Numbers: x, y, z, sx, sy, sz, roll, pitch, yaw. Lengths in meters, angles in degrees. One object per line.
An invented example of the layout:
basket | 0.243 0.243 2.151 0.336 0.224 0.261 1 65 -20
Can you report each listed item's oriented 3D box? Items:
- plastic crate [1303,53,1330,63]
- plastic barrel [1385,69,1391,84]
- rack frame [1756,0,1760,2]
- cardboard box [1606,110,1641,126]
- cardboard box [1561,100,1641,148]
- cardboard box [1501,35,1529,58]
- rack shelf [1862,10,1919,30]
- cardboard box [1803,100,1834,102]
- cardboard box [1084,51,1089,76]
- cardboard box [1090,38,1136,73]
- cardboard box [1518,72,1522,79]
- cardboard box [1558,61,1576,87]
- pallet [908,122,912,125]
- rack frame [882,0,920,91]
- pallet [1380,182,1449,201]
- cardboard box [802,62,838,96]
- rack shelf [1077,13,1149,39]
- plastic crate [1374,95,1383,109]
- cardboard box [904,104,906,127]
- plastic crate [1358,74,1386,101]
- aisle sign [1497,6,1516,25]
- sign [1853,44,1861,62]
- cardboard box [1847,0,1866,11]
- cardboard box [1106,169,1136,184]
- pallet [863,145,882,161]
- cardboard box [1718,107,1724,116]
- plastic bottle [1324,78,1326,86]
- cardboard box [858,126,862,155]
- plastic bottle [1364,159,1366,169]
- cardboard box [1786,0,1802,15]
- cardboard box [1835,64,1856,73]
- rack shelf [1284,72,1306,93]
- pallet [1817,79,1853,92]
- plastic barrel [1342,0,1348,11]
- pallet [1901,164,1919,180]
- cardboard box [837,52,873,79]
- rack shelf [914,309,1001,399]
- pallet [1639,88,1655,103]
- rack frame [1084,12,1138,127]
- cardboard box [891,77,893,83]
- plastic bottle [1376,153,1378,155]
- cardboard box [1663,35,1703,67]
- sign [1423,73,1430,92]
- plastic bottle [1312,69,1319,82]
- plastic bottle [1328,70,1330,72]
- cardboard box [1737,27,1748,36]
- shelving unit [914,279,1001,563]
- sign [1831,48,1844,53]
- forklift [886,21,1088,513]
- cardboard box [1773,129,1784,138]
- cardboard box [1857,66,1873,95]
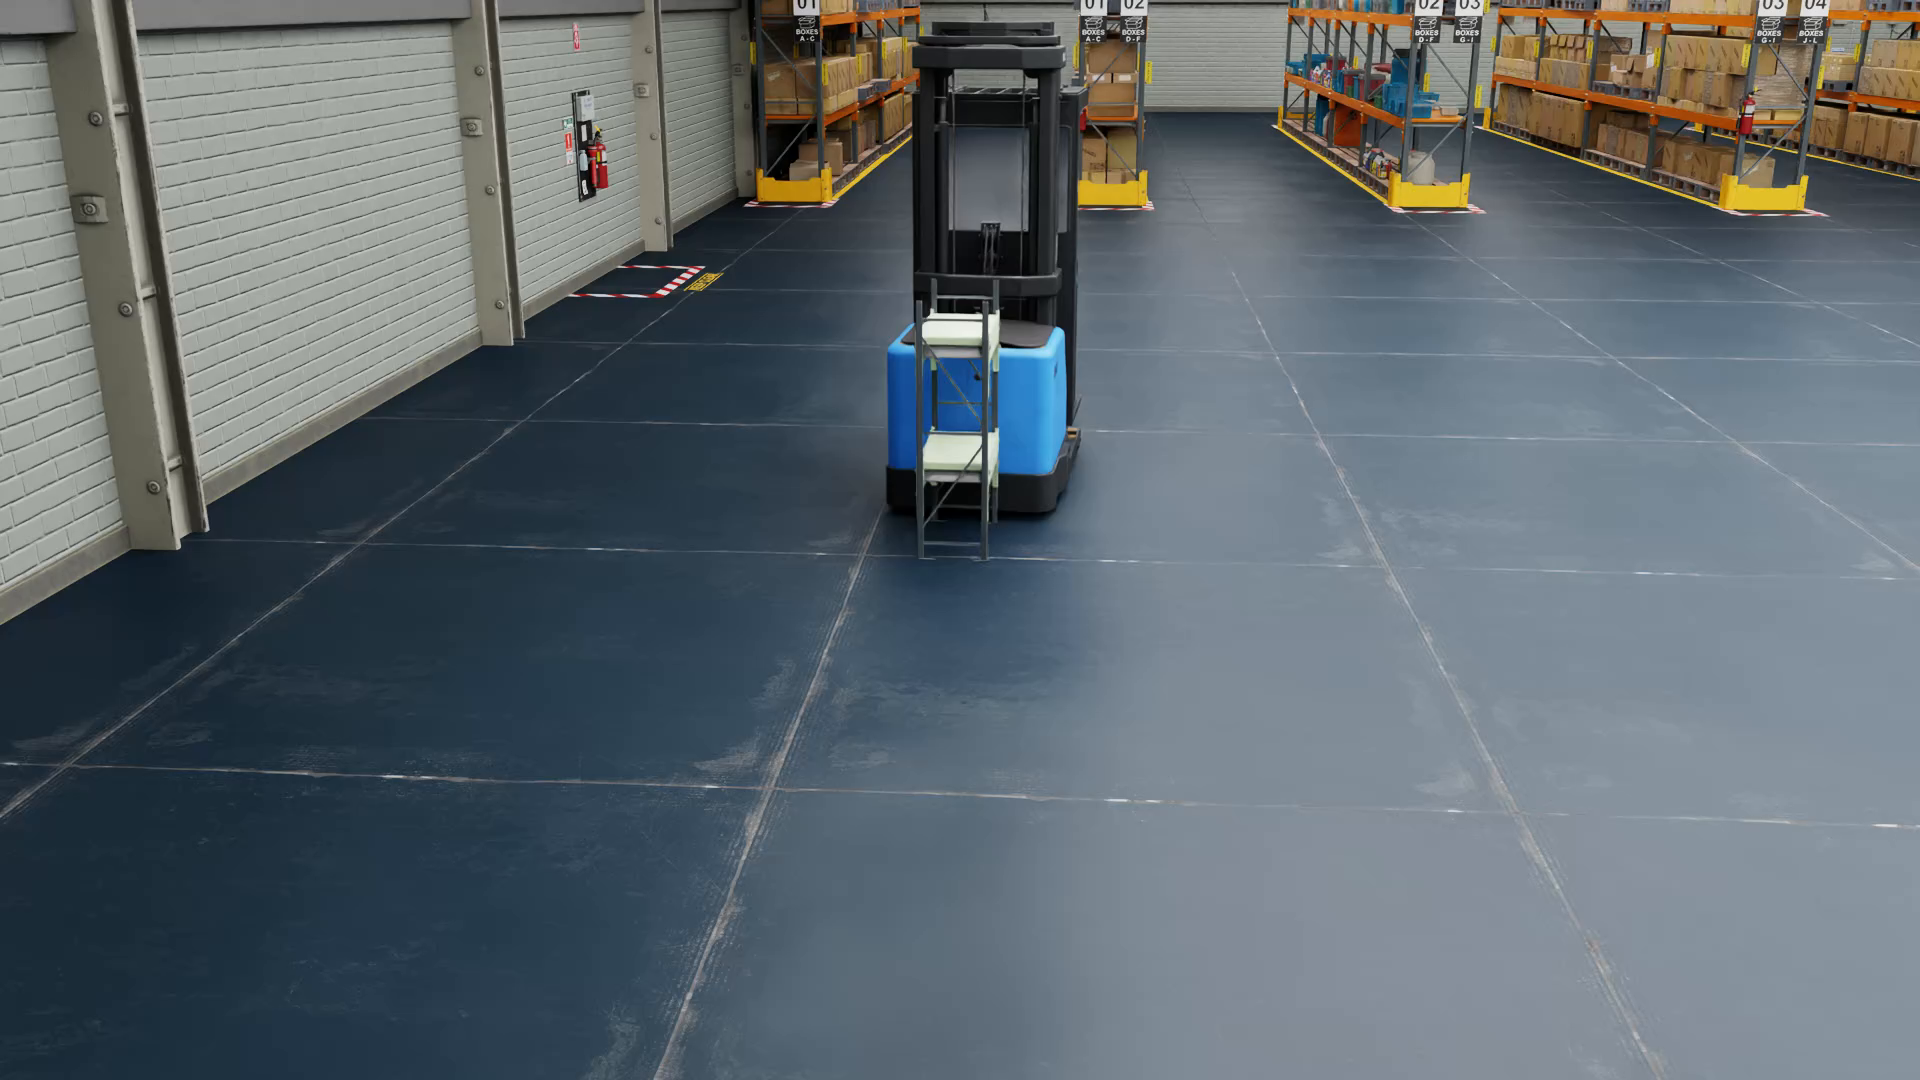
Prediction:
plastic crate | 8.563 -11.471 39.959 0.616 0.435 0.499 1 18 4
plastic barrel | 7.828 -8.163 29.801 0.433 0.535 0.433 0 18 0
rack frame | 12.194 -9.304 23.867 1.000 3.000 0.127 1 18 4
cardboard box | 12.749 -8.107 31.951 0.500 0.250 0.500 2 18 6
cardboard box | 12.838 -8.342 33.302 1.225 0.875 0.875 0 18 1
cardboard box | 13.001 -11.551 38.916 0.500 0.500 0.500 1 18 3
rack shelf | 17.564 -9.259 29.700 1.077 0.370 4.000 1 18 4
cardboard box | 18.193 -9.170 35.226 0.500 0.250 0.500 1 18 2
cardboard box | 2.819 -9.606 33.586 0.700 0.500 0.500 -5 19 -15
cardboard box | 2.363 -7.501 25.754 0.700 0.500 0.500 1 18 4
cardboard box | 12.822 -10.483 37.501 0.380 0.149 0.250 2 18 5
cardboard box | 12.668 -9.619 34.300 0.500 0.500 0.500 2 18 5
pallet | -1.550 -9.801 39.497 1.003 0.211 1.213 1 18 4
rack frame | -1.481 -11.755 40.979 1.000 3.000 0.127 1 18 4
pallet | 7.276 -5.516 26.418 1.003 0.211 1.213 1 18 4
cardboard box | -2.249 -7.375 26.617 0.500 0.500 0.500 1 18 4
rack shelf | 2.457 -8.381 27.020 1.077 0.370 4.000 1 18 4
plastic crate | 7.161 -7.291 27.696 0.450 0.188 0.662 1 18 4
cardboard box | -1.612 -9.754 38.213 0.700 0.500 0.500 2 18 5
plastic crate | 7.270 -7.994 29.400 0.402 0.464 0.583 1 18 4
aisle sign | 13.047 -12.687 39.651 0.394 0.787 0.004 1 18 4
sign | 17.165 -9.318 31.810 0.100 0.325 0.005 1 18 4
cardboard box | 17.495 -10.452 32.026 0.500 0.500 0.500 1 18 4
cardboard box | 2.574 -5.730 26.336 0.500 0.250 0.500 1 18 4
pallet | -2.112 -7.702 33.090 1.003 0.211 1.213 1 18 4
cardboard box | 12.027 -6.661 25.838 0.380 0.149 0.250 1 18 4
plastic bottle | 7.522 -9.408 34.138 0.097 0.201 0.097 0 18 0
cardboard box | -2.241 -7.597 31.599 0.700 0.500 0.500 1 18 5
plastic bottle | 7.066 -6.533 28.832 0.097 0.201 0.097 0 18 0
cardboard box | 12.486 -7.952 24.797 0.500 0.250 0.500 2 18 6
cardboard box | 17.288 -9.181 32.377 0.380 0.149 0.250 2 18 5
rack shelf | 8.257 -10.570 38.520 1.077 0.370 4.000 1 18 4
pallet | 17.652 -8.929 32.663 1.213 0.211 1.003 1 18 4
plastic barrel | 7.552 -10.462 31.413 0.600 0.901 0.600 0 18 0
pallet | 17.401 -6.470 29.330 1.003 0.211 1.213 1 18 4
cardboard box | -2.078 -9.380 32.866 0.700 0.500 0.500 -1 18 -3
rack shelf | -0.007 -1.076 9.545 0.431 0.370 0.720 2 18 5
pallet | 12.680 -7.839 29.337 1.003 0.211 1.213 1 18 4
rack frame | 2.600 -7.918 29.271 1.000 3.000 0.127 1 18 4
cardboard box | -1.644 -9.898 35.683 0.380 0.149 0.250 1 18 2
plastic bottle | 7.191 -6.532 28.697 0.061 0.283 0.133 1 18 4
cardboard box | 12.195 -8.226 27.966 0.500 0.500 0.500 1 18 4
sign | 8.088 -7.922 28.839 0.100 0.325 0.005 1 18 4
plastic bottle | 7.674 -9.983 35.772 0.152 0.276 0.135 1 18 4
plastic bottle | 7.786 -9.806 35.231 0.152 0.276 0.135 1 18 4
cardboard box | 17.861 -11.335 37.455 0.500 0.500 0.500 1 18 2
shelving unit | -0.007 -0.705 9.666 0.431 1.500 0.755 2 18 5
sign | 23.562 -13.102 44.657 0.327 0.218 0.001 1 18 4
forklift | 0.268 -1.978 11.251 1.130 2.935 3.031 3 18 8
cardboard box | 17.676 -8.827 35.383 0.500 0.500 0.500 2 18 6
cardboard box | 17.406 -8.710 31.528 0.500 0.500 0.500 1 18 5
